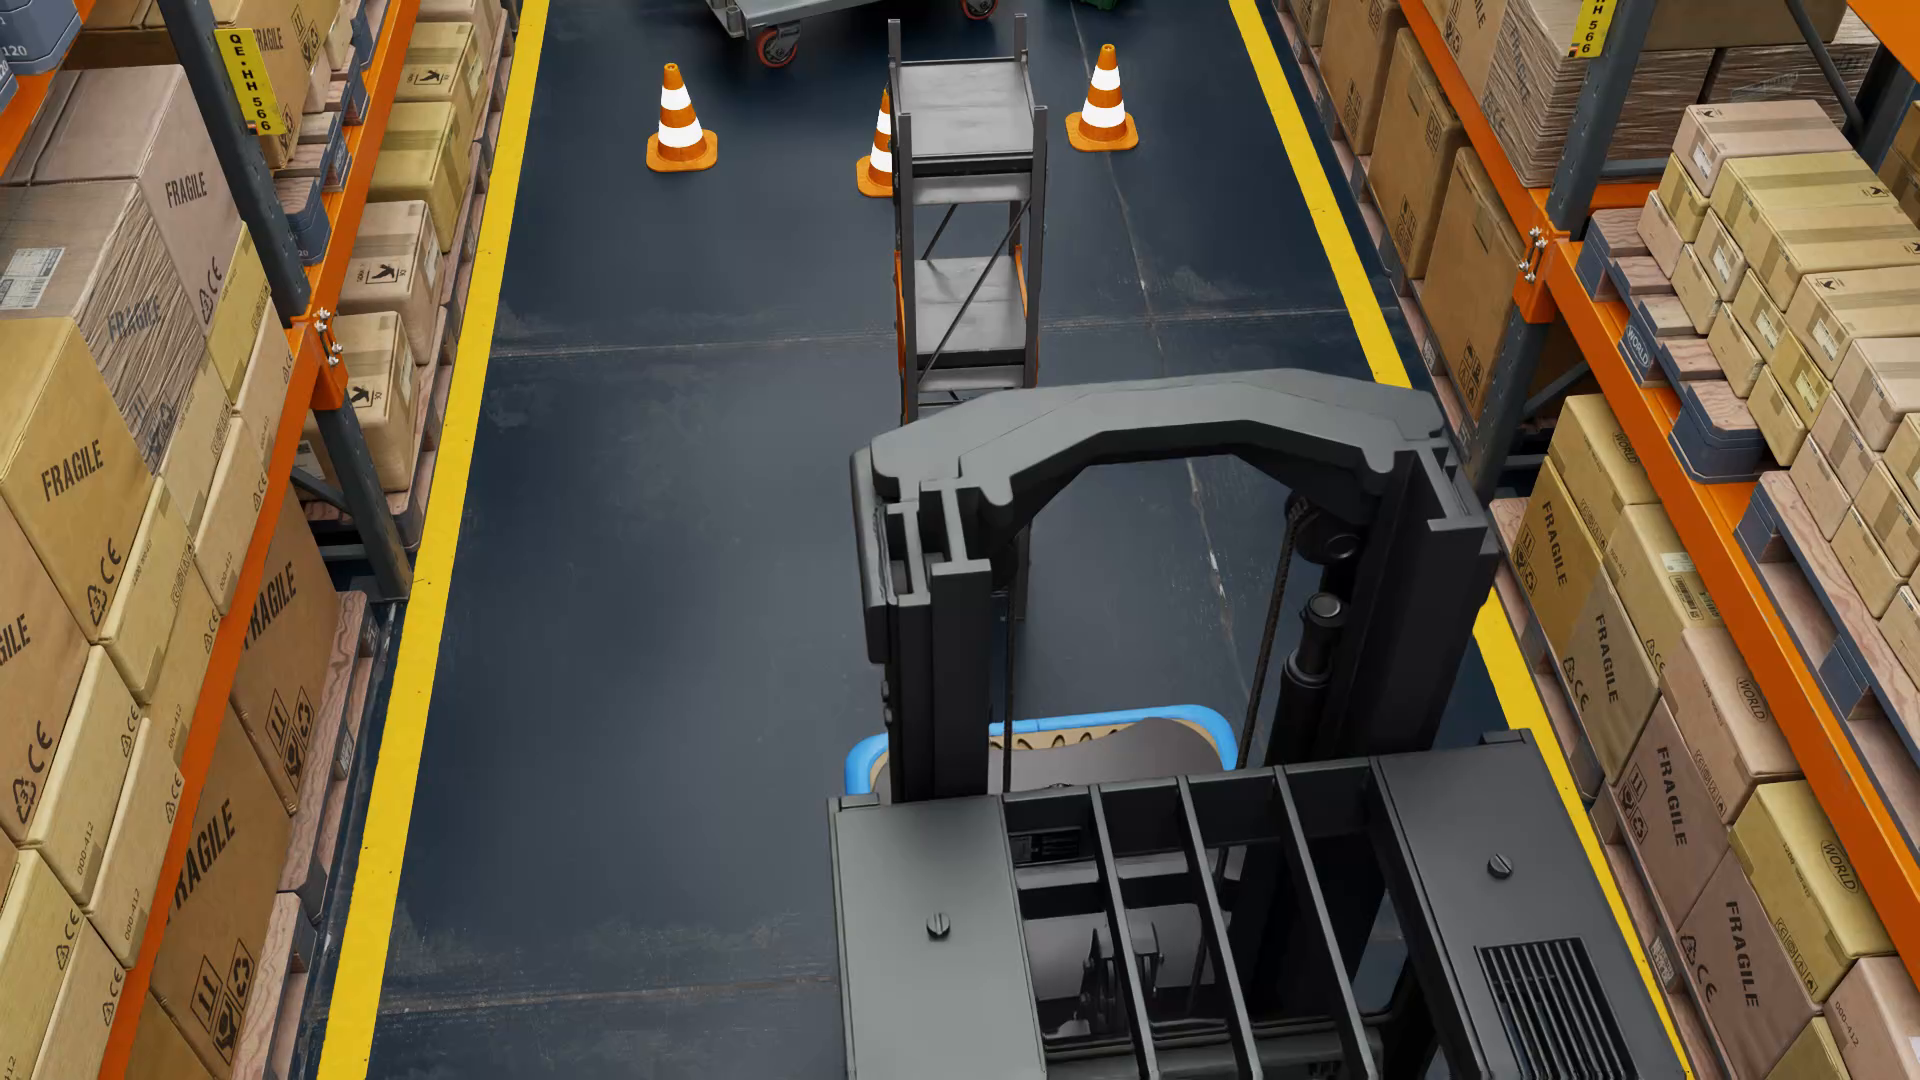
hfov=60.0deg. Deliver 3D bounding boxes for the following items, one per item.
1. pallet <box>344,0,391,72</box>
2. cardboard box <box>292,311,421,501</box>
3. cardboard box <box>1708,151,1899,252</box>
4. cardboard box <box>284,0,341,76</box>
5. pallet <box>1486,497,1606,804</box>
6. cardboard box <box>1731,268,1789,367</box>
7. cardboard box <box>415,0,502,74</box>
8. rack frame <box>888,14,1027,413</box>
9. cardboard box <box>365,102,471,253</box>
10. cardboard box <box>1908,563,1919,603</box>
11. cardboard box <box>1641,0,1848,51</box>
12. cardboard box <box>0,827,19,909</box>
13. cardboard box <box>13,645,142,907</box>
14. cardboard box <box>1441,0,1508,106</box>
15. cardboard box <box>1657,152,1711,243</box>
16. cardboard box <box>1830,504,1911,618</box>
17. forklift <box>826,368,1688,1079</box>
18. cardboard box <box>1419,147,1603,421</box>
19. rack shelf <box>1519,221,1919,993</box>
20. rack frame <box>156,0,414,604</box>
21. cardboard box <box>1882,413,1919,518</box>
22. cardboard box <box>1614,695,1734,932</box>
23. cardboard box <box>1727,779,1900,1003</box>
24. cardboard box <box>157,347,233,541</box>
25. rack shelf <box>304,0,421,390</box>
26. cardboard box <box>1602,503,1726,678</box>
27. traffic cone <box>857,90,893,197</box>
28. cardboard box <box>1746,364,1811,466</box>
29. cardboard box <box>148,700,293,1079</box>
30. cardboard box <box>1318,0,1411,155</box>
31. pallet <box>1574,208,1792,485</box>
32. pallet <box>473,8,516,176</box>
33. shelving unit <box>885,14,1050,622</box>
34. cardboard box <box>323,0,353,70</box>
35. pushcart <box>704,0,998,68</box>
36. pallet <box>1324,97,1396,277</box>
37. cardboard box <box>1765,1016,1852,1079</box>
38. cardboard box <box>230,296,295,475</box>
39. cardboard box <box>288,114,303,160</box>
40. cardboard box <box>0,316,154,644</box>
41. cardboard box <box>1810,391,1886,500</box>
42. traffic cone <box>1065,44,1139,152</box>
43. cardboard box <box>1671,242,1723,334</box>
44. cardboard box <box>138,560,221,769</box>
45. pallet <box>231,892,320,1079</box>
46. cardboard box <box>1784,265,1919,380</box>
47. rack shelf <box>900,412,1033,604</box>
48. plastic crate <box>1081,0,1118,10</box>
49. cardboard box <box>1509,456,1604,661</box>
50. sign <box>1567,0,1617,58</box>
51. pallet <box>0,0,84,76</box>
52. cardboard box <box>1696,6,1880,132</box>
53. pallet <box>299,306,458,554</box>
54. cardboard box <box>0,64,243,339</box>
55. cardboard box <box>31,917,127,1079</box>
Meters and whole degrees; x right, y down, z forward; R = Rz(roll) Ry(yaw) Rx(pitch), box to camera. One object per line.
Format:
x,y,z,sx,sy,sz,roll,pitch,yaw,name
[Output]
-2.710,-2.187,6.387,1.003,0.211,1.213,-3,47,-3,pallet
-2.541,-0.473,6.153,0.950,0.372,0.625,-6,47,-6,cardboard box
2.291,-0.919,4.529,0.380,0.149,0.250,-5,47,-4,cardboard box
-2.361,-1.820,5.345,0.500,0.500,0.500,-1,47,-1,cardboard box
2.484,0.327,5.795,1.003,0.211,1.213,-3,47,-3,pallet
2.311,-0.607,4.437,0.380,0.149,0.250,-5,47,-5,cardboard box
-2.792,-2.579,8.147,0.950,0.372,0.625,-3,47,-3,cardboard box
-0.007,-0.779,5.541,0.400,2.100,0.015,-3,47,-3,rack frame
-2.669,-1.556,7.178,0.950,0.372,0.625,-2,47,-2,cardboard box
2.397,0.131,3.739,0.380,0.149,0.250,-2,47,-2,cardboard box
2.393,-1.901,5.227,0.700,0.500,0.500,-4,47,-4,cardboard box
-2.029,0.627,2.832,0.500,0.500,0.500,-5,47,-4,cardboard box
-2.056,0.507,3.463,0.500,0.250,0.500,-5,47,-4,cardboard box
2.075,-1.902,5.917,0.500,0.500,0.500,-3,47,-3,cardboard box
2.261,-0.996,4.806,0.380,0.149,0.250,-2,47,-2,cardboard box
2.370,0.040,4.030,0.380,0.149,0.250,-3,47,-3,cardboard box
0.376,1.261,3.037,1.130,2.935,3.031,-5,47,-5,forklift
2.459,-1.014,6.405,1.050,0.750,0.750,-4,47,-4,cardboard box
2.588,0.497,4.209,1.077,0.370,4.000,-3,47,-3,rack shelf
-2.504,-0.823,4.964,1.000,3.000,0.127,-3,47,-3,rack frame
2.378,-0.163,3.812,0.380,0.149,0.250,-2,47,-2,cardboard box
2.319,0.780,4.878,0.500,0.500,0.500,-5,47,-4,cardboard box
2.353,0.876,4.270,0.500,0.250,0.500,-5,47,-5,cardboard box
-2.163,-0.238,4.168,0.500,0.250,0.500,-5,47,-4,cardboard box
-2.671,-2.023,6.595,1.077,0.370,4.000,-3,47,-3,rack shelf
2.279,0.141,4.967,0.500,0.250,0.500,-4,47,-4,cardboard box
-0.319,-1.884,7.715,0.336,0.463,0.334,-3,47,-3,traffic cone
2.326,-0.335,4.385,0.380,0.149,0.250,-2,47,-1,cardboard box
-2.458,0.913,4.493,0.875,0.875,0.875,-3,47,-3,cardboard box
2.304,-2.320,7.642,1.050,0.750,0.750,-3,47,-3,cardboard box
2.586,-0.622,4.905,1.213,0.211,1.003,-3,47,-3,pallet
-2.772,-2.195,8.184,1.003,0.211,1.213,-3,47,-3,pallet
0.014,-0.602,5.374,0.431,2.100,0.503,-3,47,-3,shelving unit
-2.315,-1.735,5.711,0.380,0.149,0.250,-3,47,-3,cardboard box
-0.571,-2.990,8.822,1.648,0.377,0.936,-19,49,-17,pushcart
2.331,-1.694,7.709,1.003,0.211,1.213,-3,47,-3,pallet
2.400,1.521,4.176,0.500,0.500,0.500,-4,47,-4,cardboard box
-2.203,-0.421,4.687,0.500,0.250,0.500,-5,47,-5,cardboard box
-2.336,-1.334,5.331,0.380,0.149,0.250,-6,47,-6,cardboard box
-2.114,-0.113,3.533,0.500,0.500,0.500,-3,47,-3,cardboard box
2.353,-0.244,4.094,0.380,0.149,0.250,-3,47,-3,cardboard box
0.693,-2.157,7.974,0.336,0.463,0.334,-3,47,-3,traffic cone
2.279,-0.725,4.755,0.380,0.149,0.250,-1,47,-1,cardboard box
-2.118,0.312,3.991,0.500,0.250,0.500,-4,47,-4,cardboard box
-2.414,1.591,4.597,1.003,0.211,1.213,-3,47,-3,pallet
2.329,-0.550,4.179,0.380,0.149,0.250,-5,47,-5,cardboard box
0.014,-0.112,5.892,0.431,0.518,0.480,-3,47,-3,rack shelf
0.766,-3.190,9.102,0.450,0.188,0.662,25,51,9,plastic crate
2.226,0.045,5.574,0.500,0.500,0.500,-5,47,-5,cardboard box
1.868,-1.559,4.863,0.100,0.325,0.005,-3,47,-3,sign
-2.397,-1.327,3.505,1.213,0.211,1.003,-2,47,-1,pallet
2.652,-1.573,5.605,0.500,0.500,0.500,-3,47,-3,cardboard box
-2.568,-0.430,6.512,1.003,0.211,1.213,-3,47,-3,pallet
-2.200,-0.843,4.225,0.500,0.500,0.500,-5,47,-4,cardboard box
-2.015,1.042,3.300,0.500,0.250,0.500,-4,47,-4,cardboard box
